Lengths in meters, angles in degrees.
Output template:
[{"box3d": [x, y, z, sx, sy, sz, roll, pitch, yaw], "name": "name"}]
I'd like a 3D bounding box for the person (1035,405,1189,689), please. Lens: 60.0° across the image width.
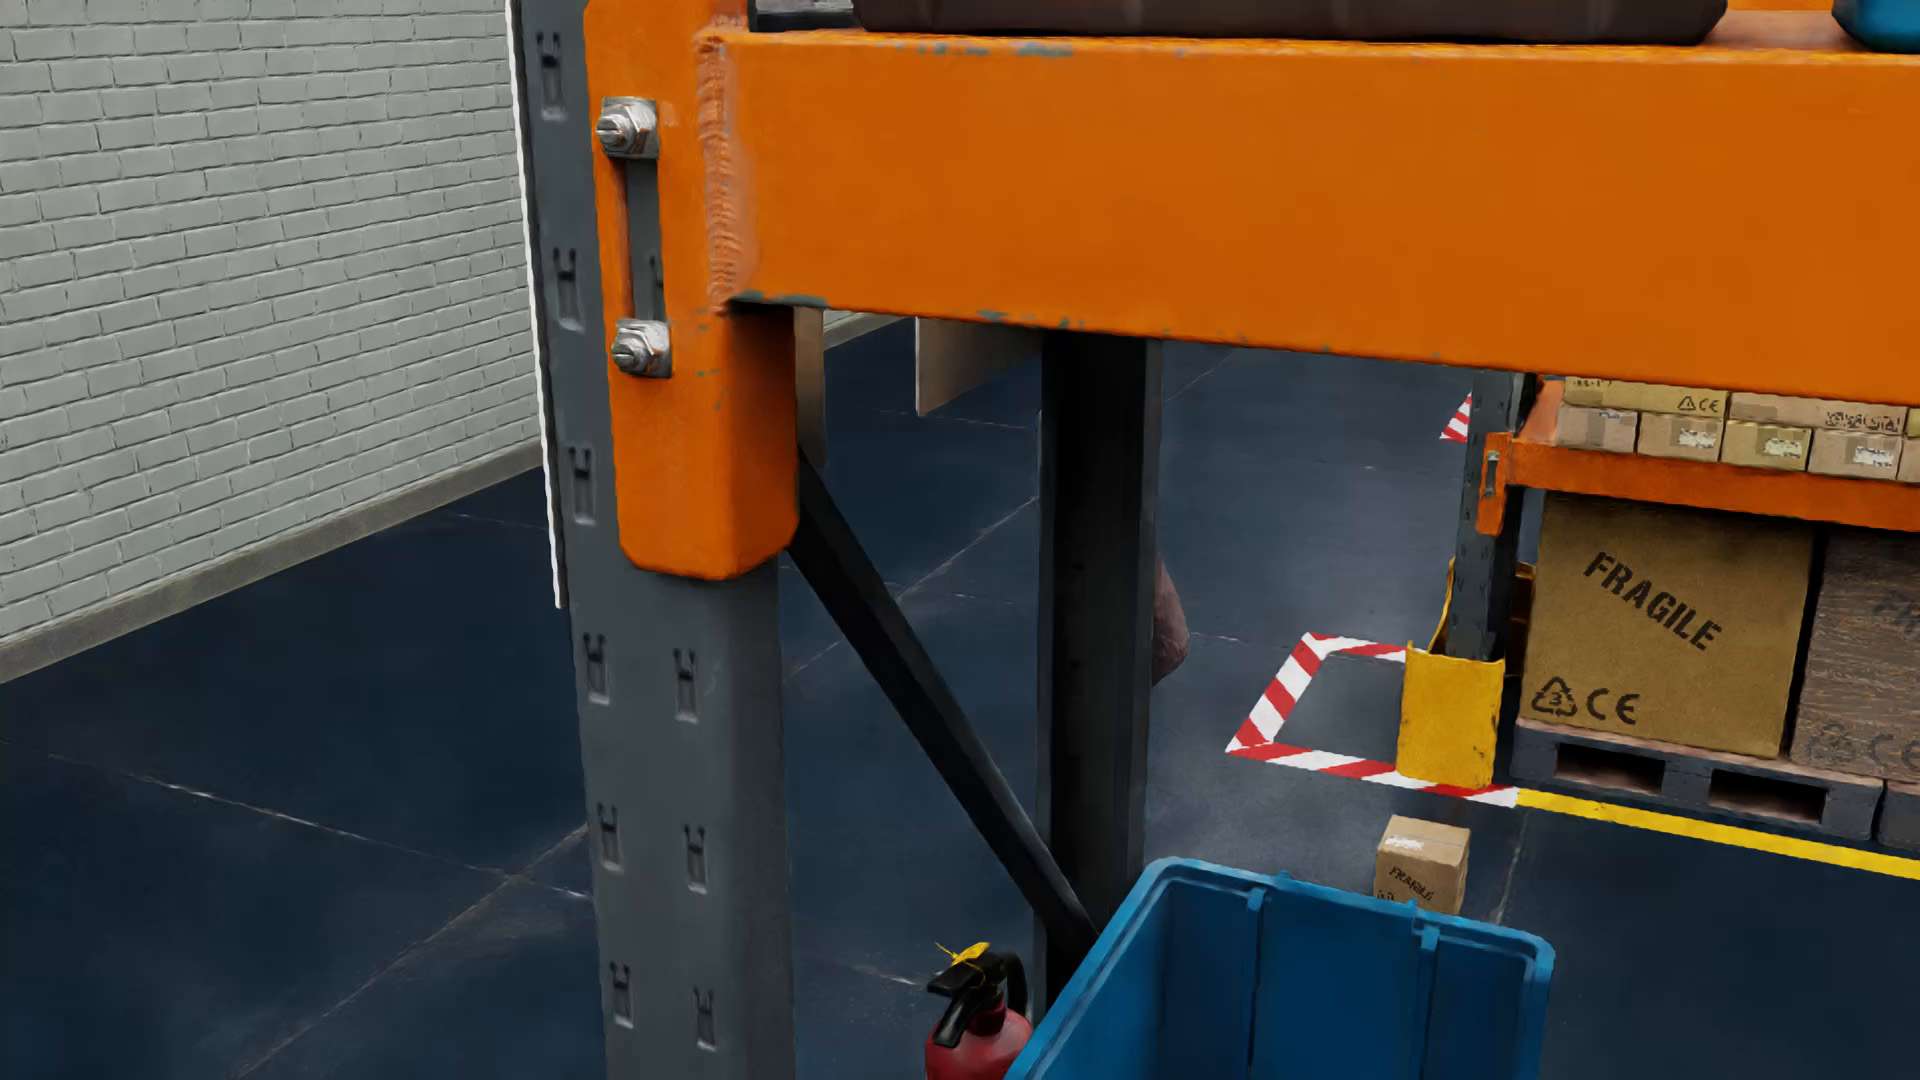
[{"box3d": [0.529, 0.076, 5.841, 0.445, 1.740, 0.581, 15, 24, 37], "name": "person"}]
